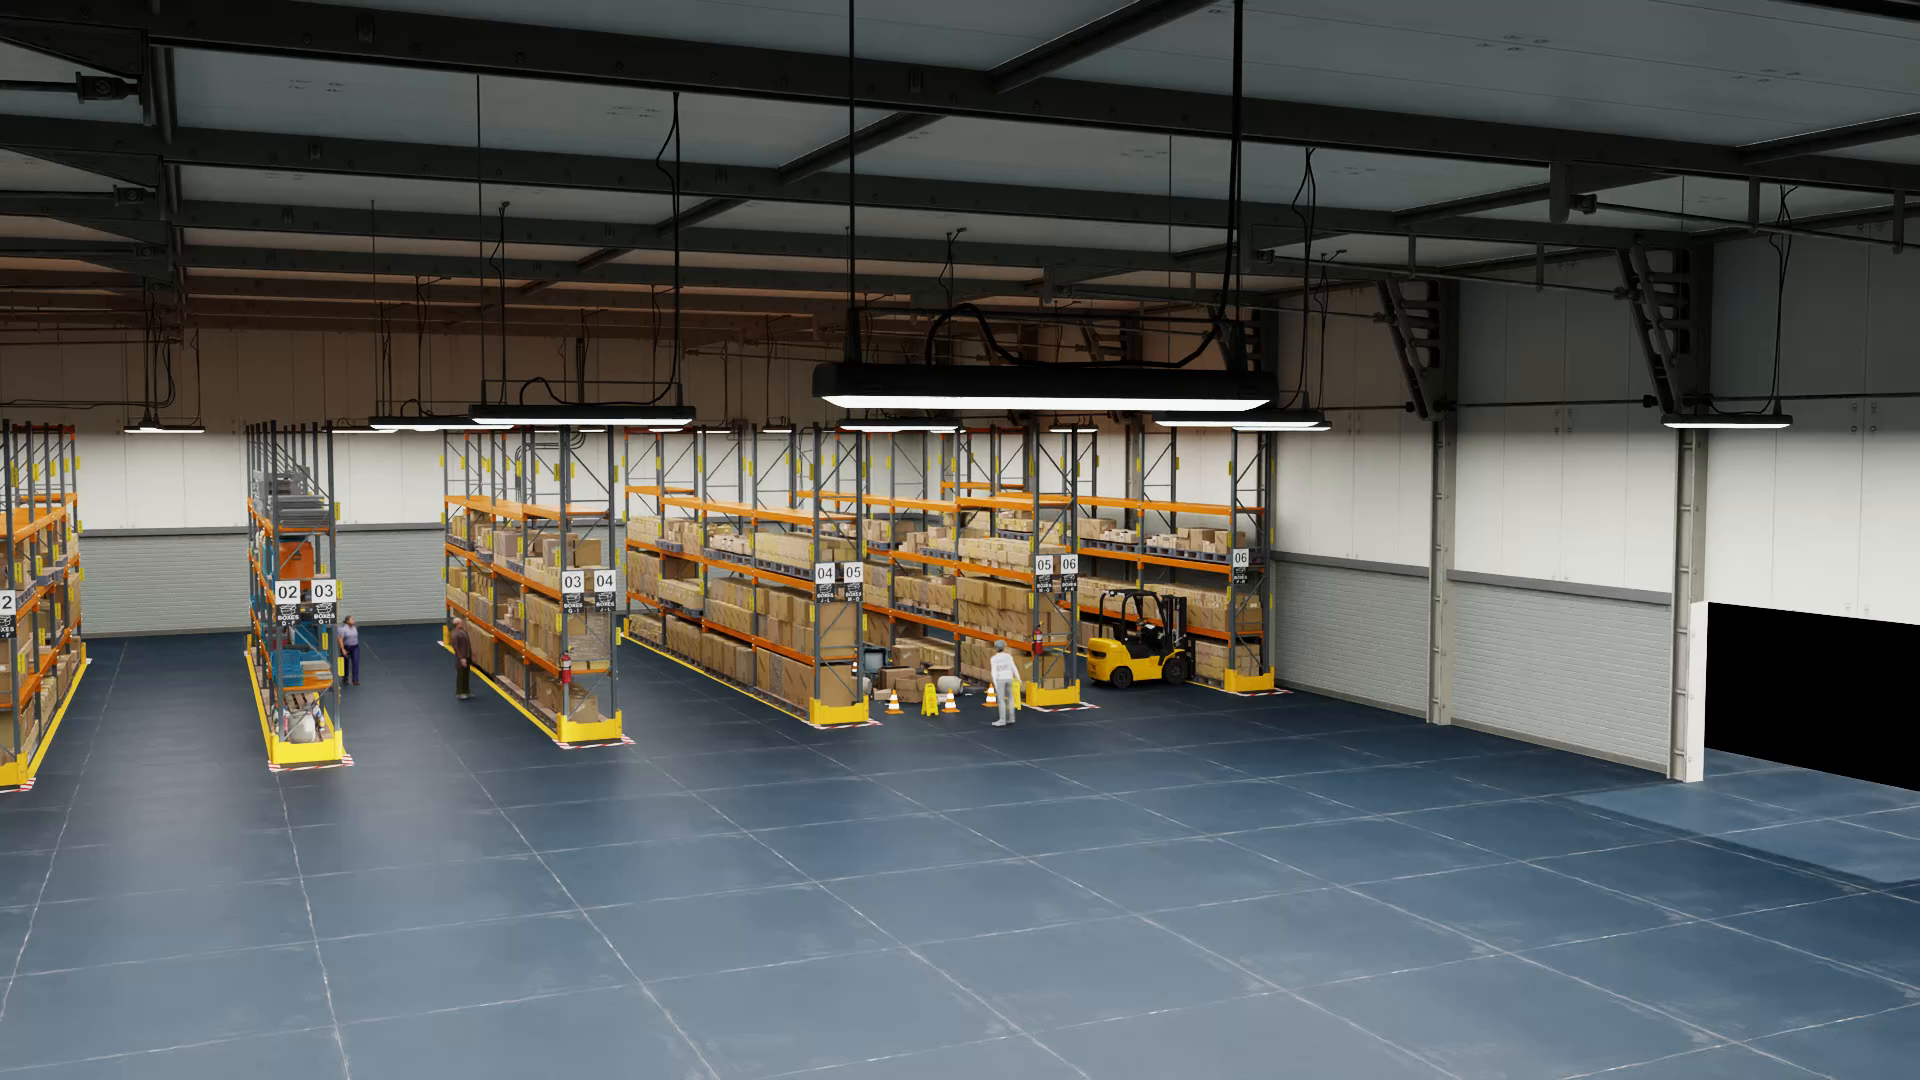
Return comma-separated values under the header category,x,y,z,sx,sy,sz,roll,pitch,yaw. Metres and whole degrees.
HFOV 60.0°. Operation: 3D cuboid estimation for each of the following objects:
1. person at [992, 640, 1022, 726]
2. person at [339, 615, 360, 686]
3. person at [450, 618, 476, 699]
category,x,y,z,sx,sy,sz,roll,pitch,yaw
person,0.926,2.819,32.936,0.651,1.704,0.427,-1,4,-17
person,-14.043,2.532,38.231,0.449,1.610,0.940,-2,4,-23
person,-10.848,2.582,36.393,0.417,1.792,0.701,1,4,11
